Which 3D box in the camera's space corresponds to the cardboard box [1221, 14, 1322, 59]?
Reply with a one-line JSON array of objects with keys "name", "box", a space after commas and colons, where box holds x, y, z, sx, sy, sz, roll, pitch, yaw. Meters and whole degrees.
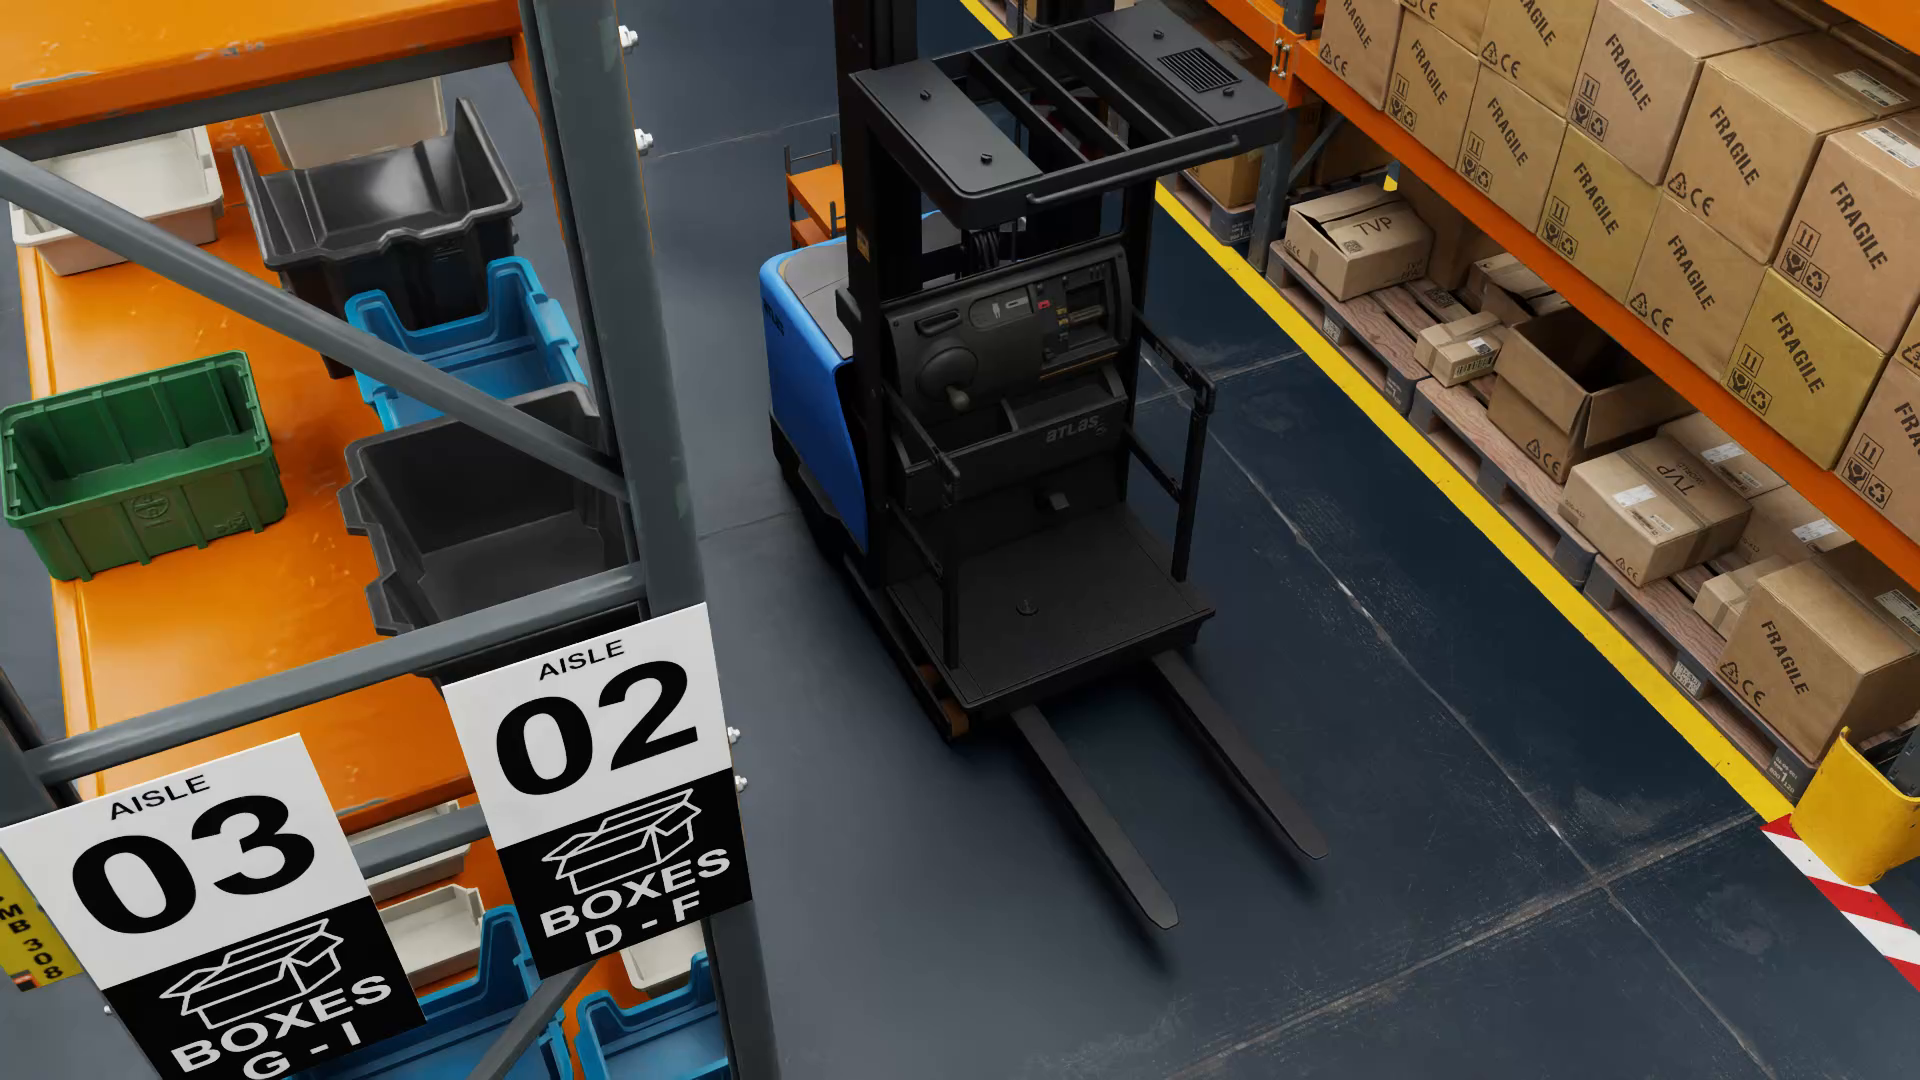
[{"name": "cardboard box", "box": [1.740, -2.594, 9.078, 0.500, 0.500, 0.500, -17, 47, -17]}]

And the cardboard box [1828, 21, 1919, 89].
[{"name": "cardboard box", "box": [3.259, -1.465, 5.684, 0.500, 0.500, 0.500, -17, 47, -17]}]

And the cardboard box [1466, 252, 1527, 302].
[{"name": "cardboard box", "box": [2.666, -1.251, 7.968, 0.380, 0.149, 0.250, -18, 47, -17]}]

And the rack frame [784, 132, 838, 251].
[{"name": "rack frame", "box": [-0.646, -1.298, 7.580, 0.240, 1.200, 0.015, -20, 48, -19]}]

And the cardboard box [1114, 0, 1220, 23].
[{"name": "cardboard box", "box": [1.079, -2.744, 9.231, 0.500, 0.500, 0.500, -17, 47, -17]}]

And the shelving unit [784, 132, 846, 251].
[{"name": "shelving unit", "box": [-0.536, -1.145, 7.425, 0.258, 1.200, 0.503, -20, 48, -19]}]

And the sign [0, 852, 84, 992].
[{"name": "sign", "box": [-1.349, 0.542, 2.373, 0.100, 0.325, 0.005, -18, 47, -17]}]

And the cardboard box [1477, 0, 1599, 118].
[{"name": "cardboard box", "box": [2.333, -1.962, 6.189, 0.500, 0.500, 0.500, -19, 48, -19]}]

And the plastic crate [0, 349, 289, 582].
[{"name": "plastic crate", "box": [-1.531, -0.137, 3.137, 0.450, 0.188, 0.336, -18, 47, -17]}]

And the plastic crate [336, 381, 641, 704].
[{"name": "plastic crate", "box": [-0.766, 0.050, 2.890, 0.497, 0.269, 0.590, -18, 47, -17]}]

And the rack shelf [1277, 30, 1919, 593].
[{"name": "rack shelf", "box": [2.798, -1.080, 6.590, 1.077, 0.370, 4.000, -18, 47, -17]}]

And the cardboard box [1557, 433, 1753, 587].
[{"name": "cardboard box", "box": [2.815, -0.127, 6.756, 0.500, 0.250, 0.500, -18, 47, -17]}]

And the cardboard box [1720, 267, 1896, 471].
[{"name": "cardboard box", "box": [2.982, -0.631, 5.552, 0.500, 0.500, 0.500, -18, 47, -17]}]

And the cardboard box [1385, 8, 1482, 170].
[{"name": "cardboard box", "box": [2.142, -1.915, 6.853, 0.500, 0.500, 0.500, -17, 47, -17]}]

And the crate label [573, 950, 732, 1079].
[{"name": "crate label", "box": [-0.662, 1.183, 3.861, 0.416, 0.233, 0.303, -18, 47, -17]}]

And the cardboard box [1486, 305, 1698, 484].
[{"name": "cardboard box", "box": [2.752, -0.682, 7.139, 0.797, 0.503, 0.637, -18, 47, -17]}]

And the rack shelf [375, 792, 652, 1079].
[{"name": "rack shelf", "box": [-1.698, 0.381, 5.109, 1.077, 0.370, 4.000, -18, 47, -17]}]

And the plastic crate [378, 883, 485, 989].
[{"name": "plastic crate", "box": [-1.364, 1.006, 4.109, 0.396, 0.136, 0.243, -18, 47, -17]}]

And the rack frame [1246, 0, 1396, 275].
[{"name": "rack frame", "box": [1.957, -2.610, 7.629, 1.000, 3.000, 0.127, -18, 47, -17]}]

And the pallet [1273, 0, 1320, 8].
[{"name": "pallet", "box": [1.720, -3.083, 8.245, 1.003, 0.211, 1.213, -18, 47, -17]}]

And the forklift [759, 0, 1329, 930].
[{"name": "forklift", "box": [0.286, -0.650, 5.690, 1.130, 2.935, 3.031, -20, 48, -19]}]

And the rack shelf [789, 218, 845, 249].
[{"name": "rack shelf", "box": [-0.536, -1.257, 7.315, 0.258, 0.148, 0.480, -20, 48, -19]}]

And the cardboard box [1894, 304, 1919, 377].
[{"name": "cardboard box", "box": [3.202, -0.655, 4.864, 0.500, 0.500, 0.500, -18, 48, -18]}]

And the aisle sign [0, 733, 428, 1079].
[{"name": "aisle sign", "box": [-1.092, 0.606, 2.518, 0.394, 0.787, 0.004, -18, 47, -17]}]

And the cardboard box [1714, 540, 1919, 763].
[{"name": "cardboard box", "box": [3.187, 0.398, 6.046, 0.500, 0.500, 0.500, -18, 47, -17]}]

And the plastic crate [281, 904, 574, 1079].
[{"name": "plastic crate", "box": [-1.167, 1.207, 3.692, 0.616, 0.435, 0.499, -18, 47, -17]}]

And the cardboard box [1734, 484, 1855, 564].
[{"name": "cardboard box", "box": [3.457, 0.012, 6.615, 0.500, 0.250, 0.500, -18, 47, -17]}]

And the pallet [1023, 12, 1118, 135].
[{"name": "pallet", "box": [1.064, -2.903, 9.911, 1.003, 0.211, 1.213, -18, 47, -17]}]

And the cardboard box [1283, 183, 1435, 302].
[{"name": "cardboard box", "box": [1.937, -1.478, 8.083, 0.500, 0.311, 0.500, -18, 47, -17]}]

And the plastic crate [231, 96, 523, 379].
[{"name": "plastic crate", "box": [-1.250, -0.701, 3.602, 0.504, 0.338, 0.767, -18, 47, -17]}]

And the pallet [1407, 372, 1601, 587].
[{"name": "pallet", "box": [2.762, -0.401, 7.375, 1.003, 0.211, 1.213, -18, 47, -17]}]

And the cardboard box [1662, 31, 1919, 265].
[{"name": "cardboard box", "box": [2.767, -1.306, 5.524, 0.500, 0.500, 0.500, -17, 47, -16]}]

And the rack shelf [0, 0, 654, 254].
[{"name": "rack shelf", "box": [-1.698, -1.612, 3.143, 1.077, 0.370, 4.000, -18, 47, -17]}]

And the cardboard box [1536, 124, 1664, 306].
[{"name": "cardboard box", "box": [2.566, -1.272, 6.201, 0.500, 0.500, 0.500, -19, 48, -18]}]

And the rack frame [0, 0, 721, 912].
[{"name": "rack frame", "box": [-0.857, -0.736, 1.458, 1.000, 3.000, 0.127, -18, 47, -17]}]

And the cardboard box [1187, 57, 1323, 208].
[{"name": "cardboard box", "box": [1.490, -2.107, 8.585, 0.500, 0.500, 0.500, -18, 47, -18]}]
